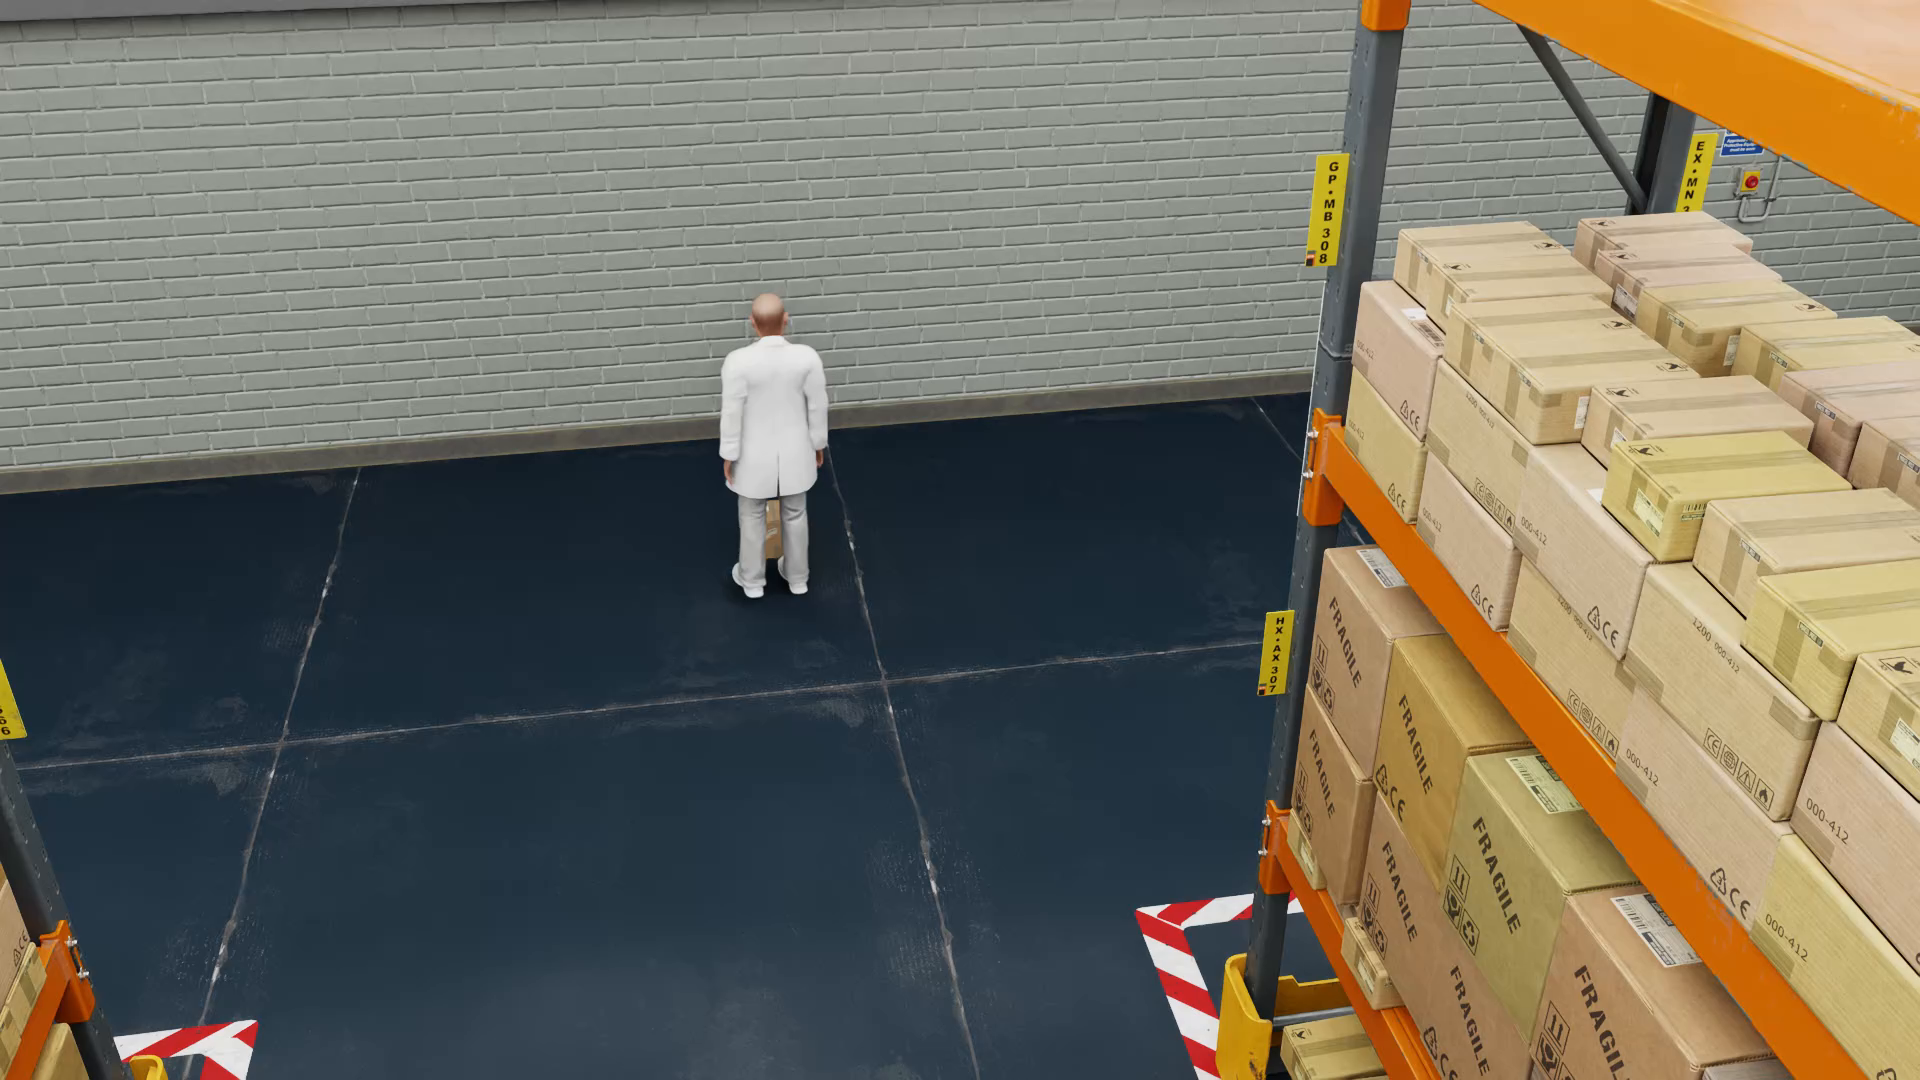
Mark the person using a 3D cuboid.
[{"bbox_3d":[-1.018,-0.515,8.996,0.595,1.779,0.465,-8,31,-14],"label":"person"}]
